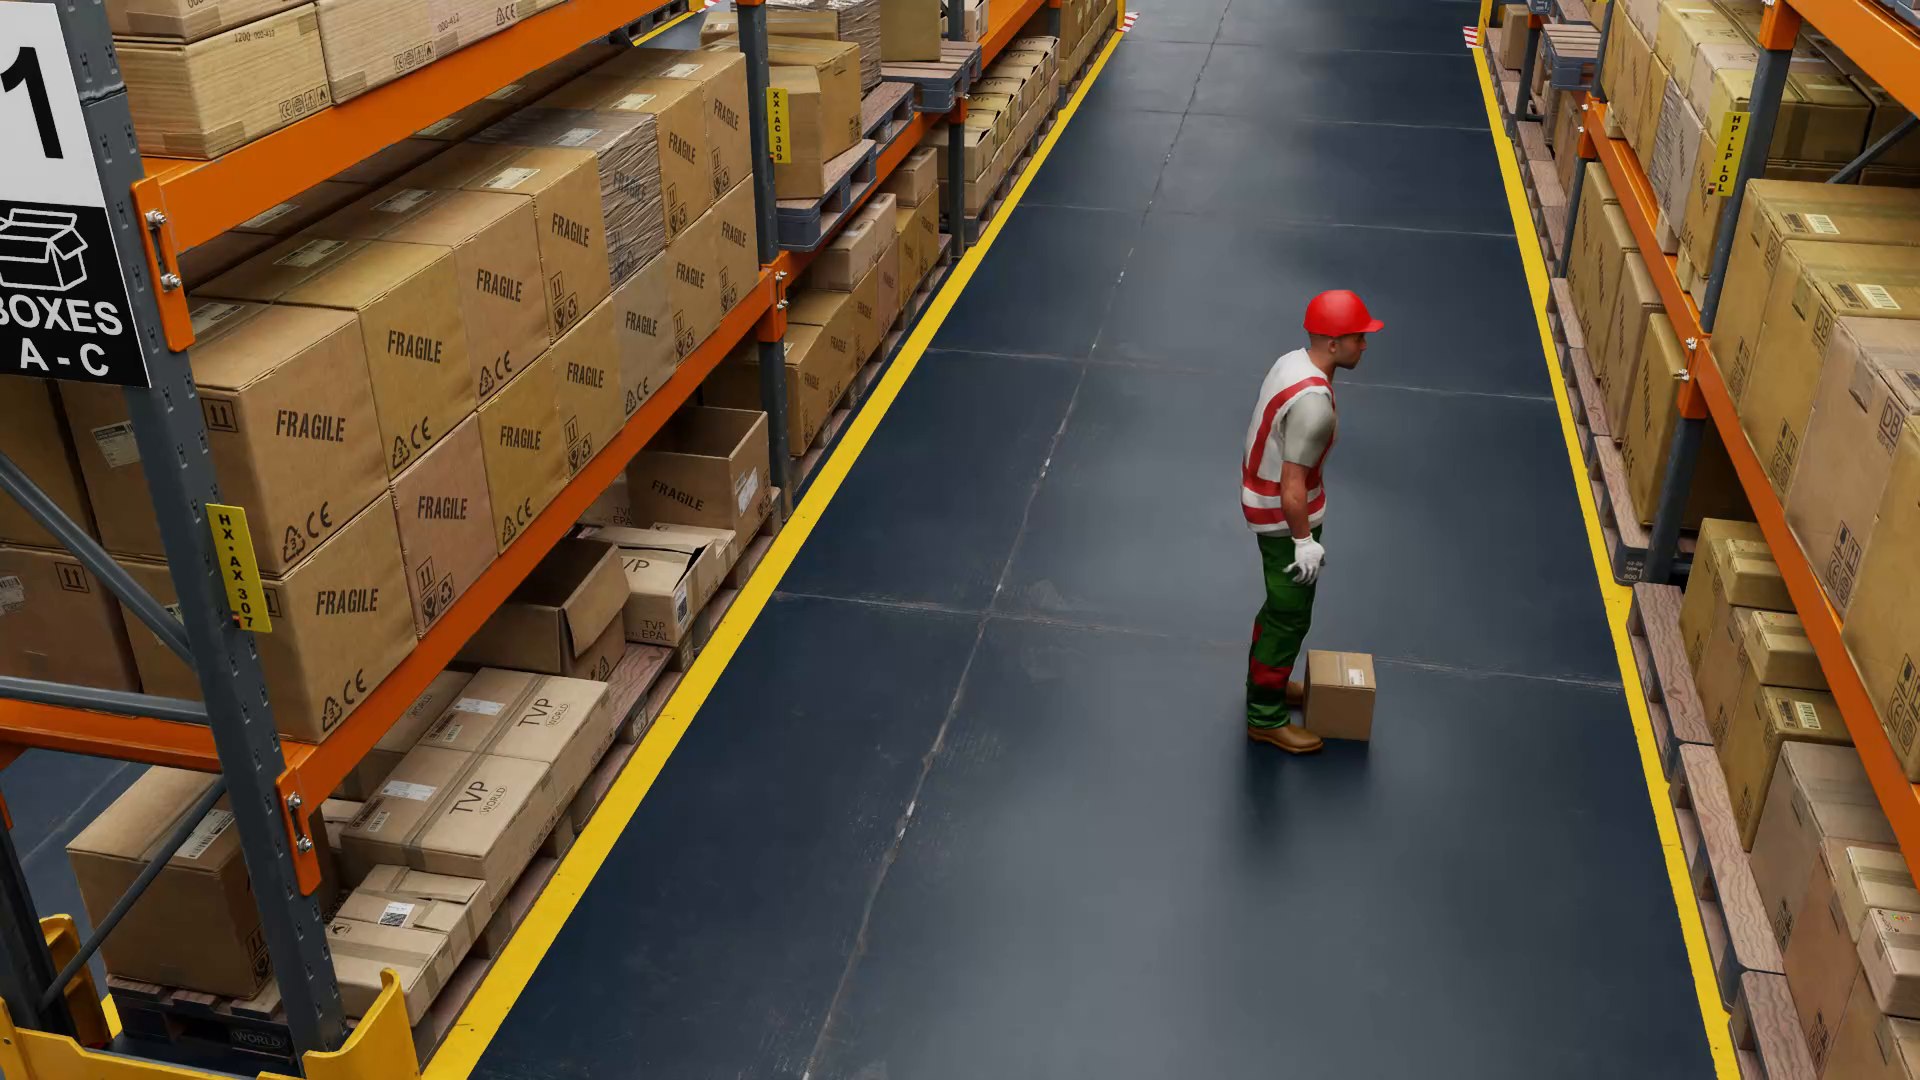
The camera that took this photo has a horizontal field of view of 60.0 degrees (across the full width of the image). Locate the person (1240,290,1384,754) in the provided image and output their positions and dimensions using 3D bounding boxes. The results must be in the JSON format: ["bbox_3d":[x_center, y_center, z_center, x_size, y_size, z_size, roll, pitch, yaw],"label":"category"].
[{"bbox_3d":[1.278,-0.087,6.269,0.452,1.779,0.618,4,29,8],"label":"person"}]
